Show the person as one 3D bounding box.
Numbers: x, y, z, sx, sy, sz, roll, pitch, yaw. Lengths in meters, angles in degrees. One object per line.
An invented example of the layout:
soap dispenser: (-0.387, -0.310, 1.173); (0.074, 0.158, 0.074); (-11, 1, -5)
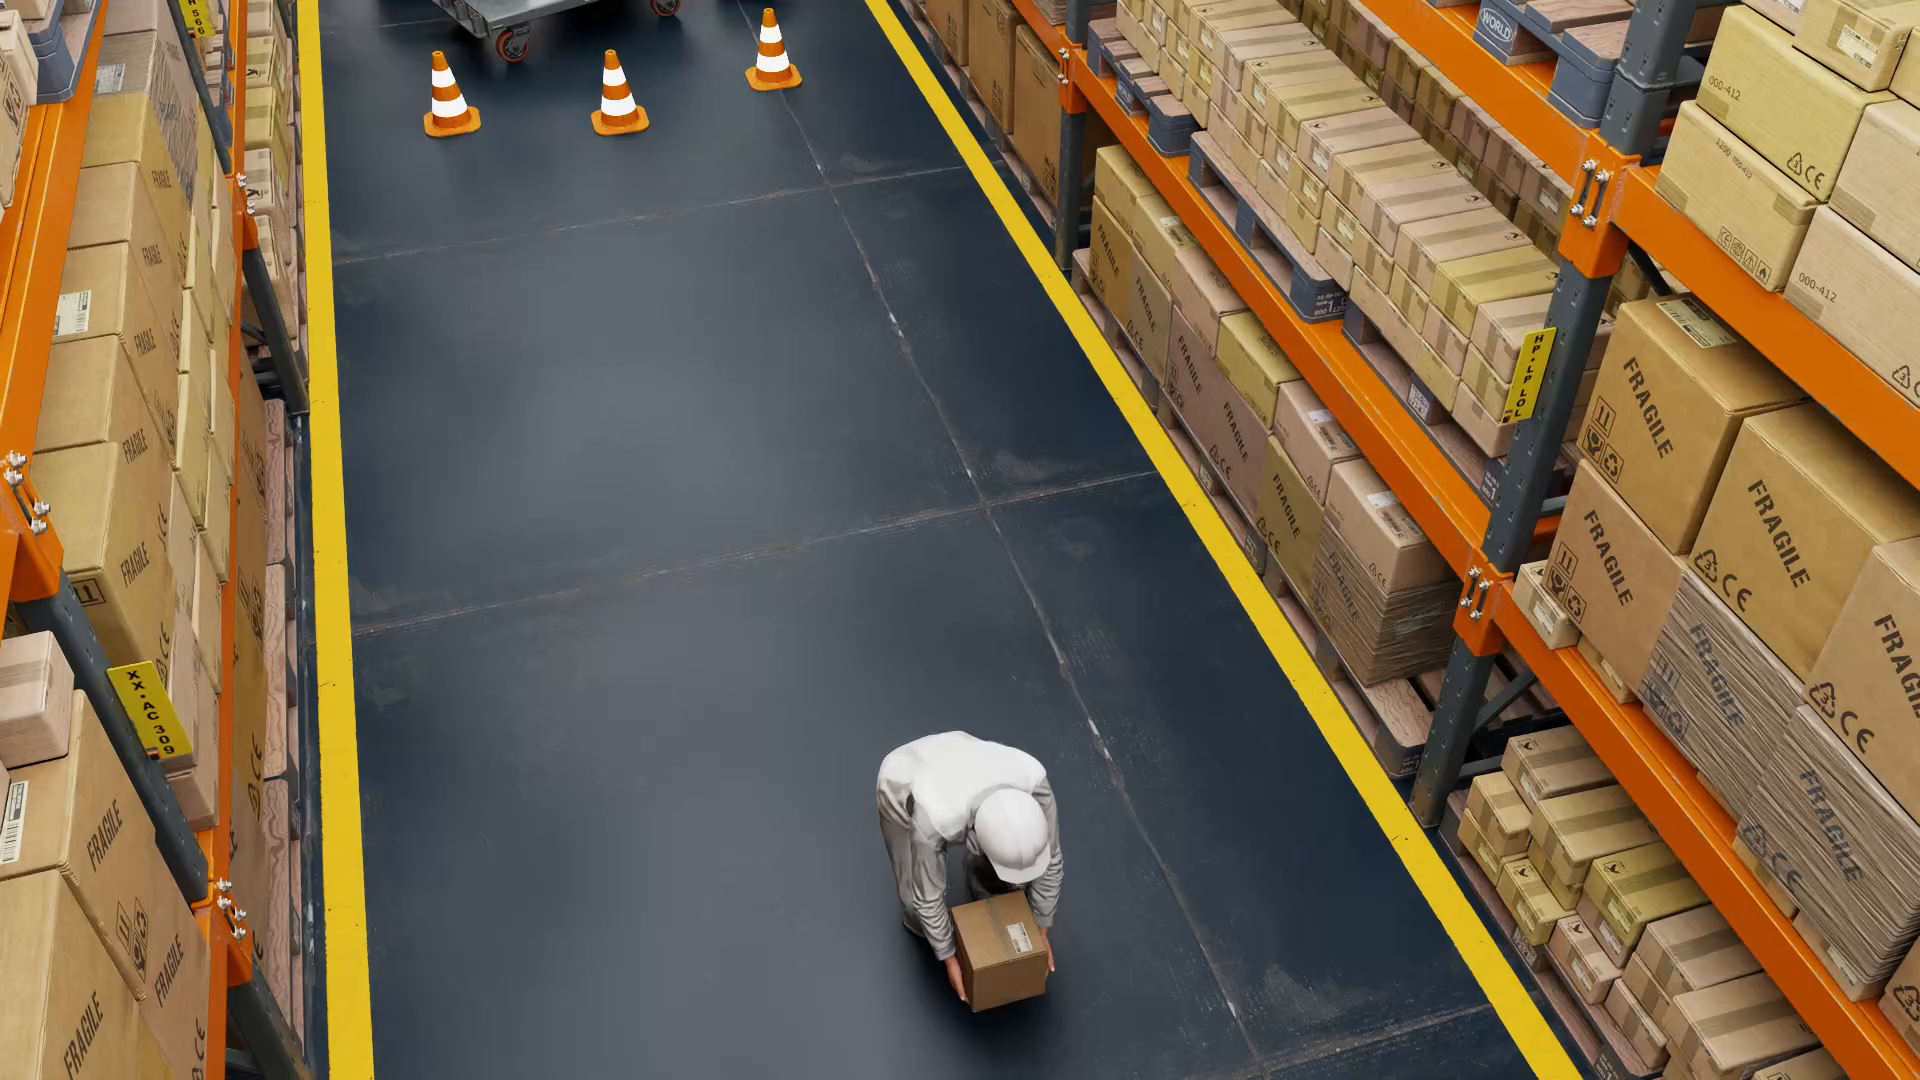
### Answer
person: (0.032, 1.001, 5.607); (0.539, 1.006, 0.871); (-12, 43, -13)
